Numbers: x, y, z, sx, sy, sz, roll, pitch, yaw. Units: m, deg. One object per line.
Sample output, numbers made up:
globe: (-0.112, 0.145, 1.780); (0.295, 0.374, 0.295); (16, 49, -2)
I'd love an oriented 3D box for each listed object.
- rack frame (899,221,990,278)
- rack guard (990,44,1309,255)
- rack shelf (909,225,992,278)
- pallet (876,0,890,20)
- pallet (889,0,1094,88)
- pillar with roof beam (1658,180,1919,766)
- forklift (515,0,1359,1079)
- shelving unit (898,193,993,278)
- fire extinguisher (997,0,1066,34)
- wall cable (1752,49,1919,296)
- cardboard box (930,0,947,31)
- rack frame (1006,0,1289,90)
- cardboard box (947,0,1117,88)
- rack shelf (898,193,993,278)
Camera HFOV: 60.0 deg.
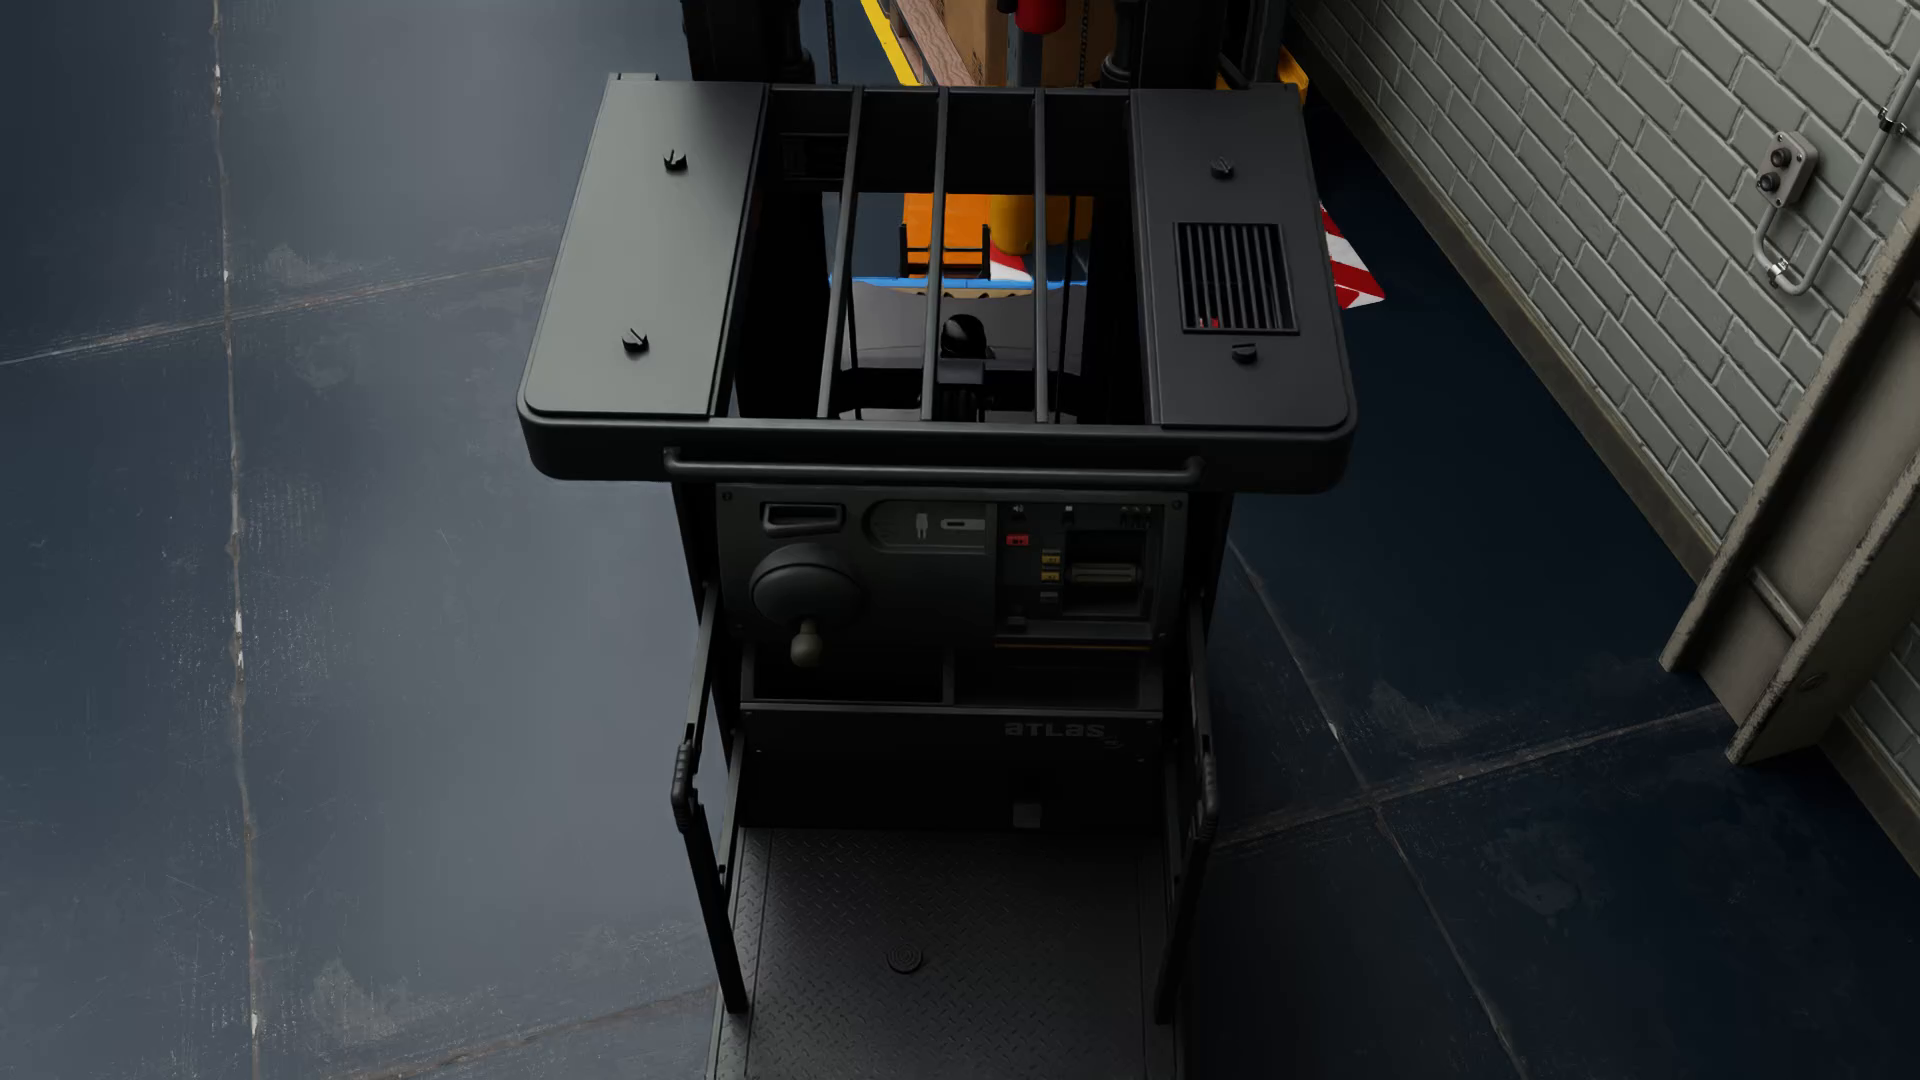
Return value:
rack frame: (-0.040, -0.447, 4.842); (0.240, 1.200, 0.015); (1, 50, 1)
rack guard: (0.665, -1.457, 6.152); (1.175, 0.500, 0.348); (-13, 51, -11)
rack shelf: (-0.037, -0.735, 4.880); (0.258, 0.148, 0.480); (1, 50, 1)
pallet: (-0.011, -2.838, 7.504); (1.003, 0.211, 1.213); (-13, 51, -11)
pallet: (0.346, -1.948, 6.754); (1.003, 0.211, 1.213); (-13, 51, -11)
pillar with roof beam: (-1.830, -1.465, 0.599); (9.100, 9.000, 0.400); (-13, 51, -11)
forklift: (-0.021, 0.171, 3.189); (1.130, 2.935, 3.031); (1, 50, 1)
shelving unit: (-0.037, -0.634, 5.000); (0.258, 1.200, 0.503); (1, 50, 1)
fire extinguisher: (0.261, -1.921, 5.202); (0.296, 0.674, 0.183); (-13, 51, -11)
wall cable: (1.940, -1.887, 4.214); (0.084, 1.984, 1.851); (-13, 51, -11)
cardboard box: (0.207, -2.464, 6.726); (0.700, 0.500, 0.500); (-13, 51, -11)
rack frame: (0.658, -2.281, 5.211); (1.000, 3.000, 0.127); (-13, 51, -11)
cardboard box: (0.355, -2.099, 6.418); (0.700, 0.500, 0.500); (-13, 51, -11)
rack shelf: (-0.037, -0.887, 4.699); (0.258, 0.148, 0.480); (1, 50, 1)
